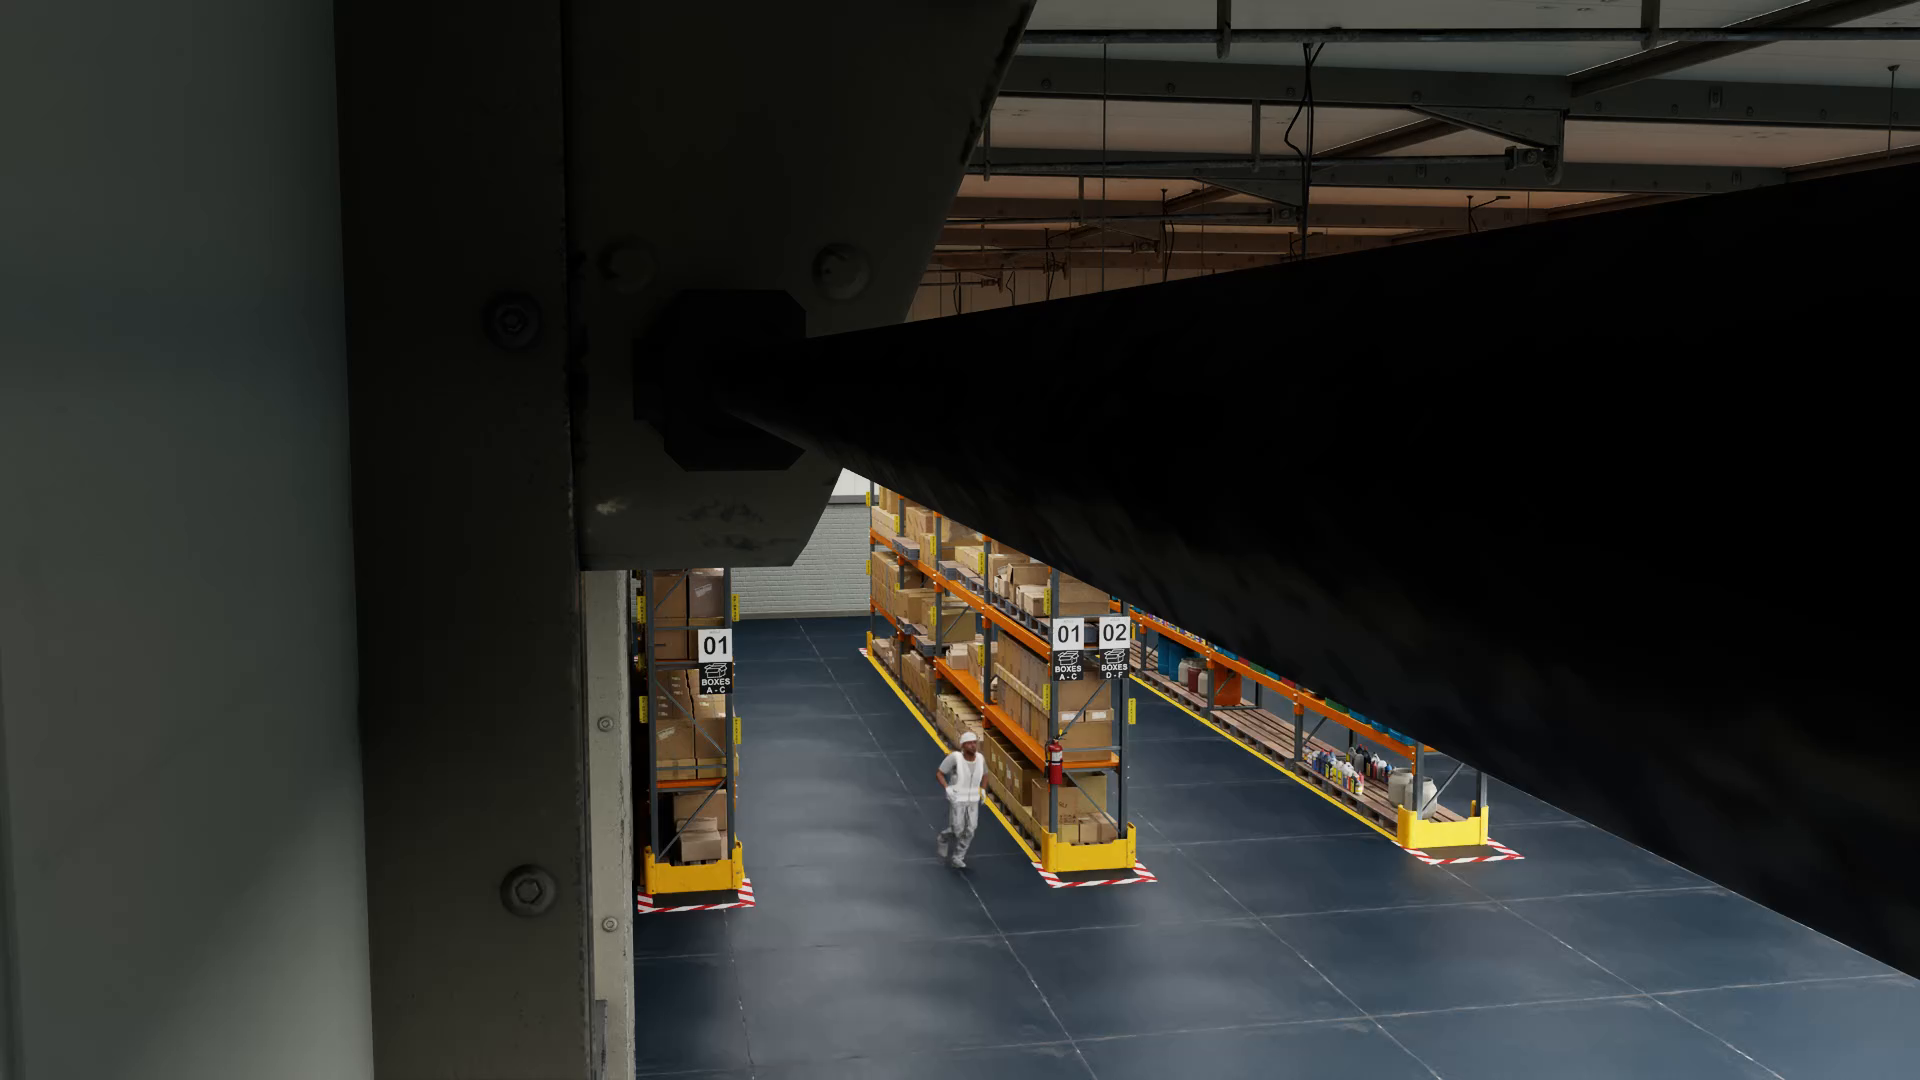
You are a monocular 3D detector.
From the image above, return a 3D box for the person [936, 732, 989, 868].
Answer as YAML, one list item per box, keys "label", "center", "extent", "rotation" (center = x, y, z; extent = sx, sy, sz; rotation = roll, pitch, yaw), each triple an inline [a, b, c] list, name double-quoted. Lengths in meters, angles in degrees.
- label: "person"
  center: [0.045, 3.282, 21.098]
  extent: [0.714, 1.739, 0.595]
  rotation: [-3, 7, -26]
